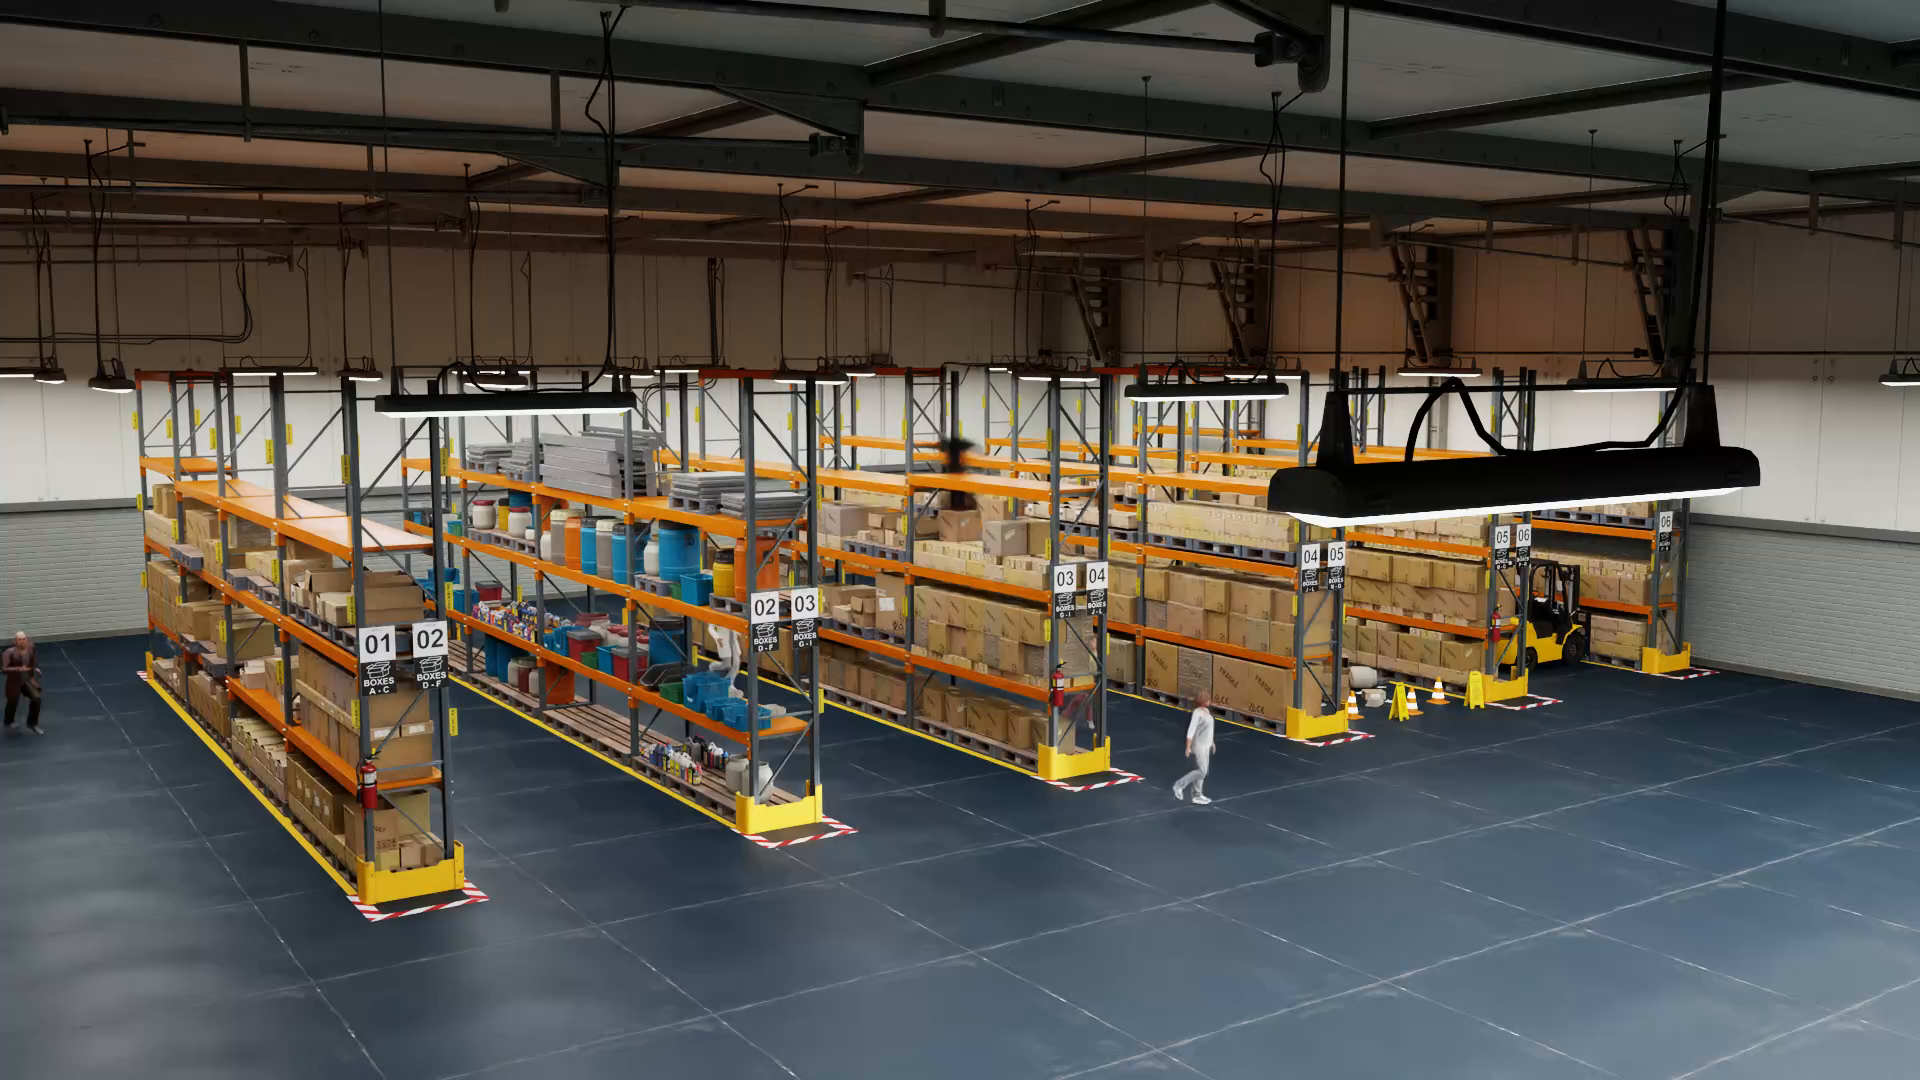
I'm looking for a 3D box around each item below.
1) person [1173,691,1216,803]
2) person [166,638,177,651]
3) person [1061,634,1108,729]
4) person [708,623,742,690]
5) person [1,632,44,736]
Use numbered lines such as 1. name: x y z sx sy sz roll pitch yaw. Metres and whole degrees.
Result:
1. person: 3.282 2.913 23.319 0.520 1.590 0.556 3 7 24
2. person: -16.251 1.653 34.440 0.730 1.609 0.658 1 7 8
3. person: 2.097 2.360 28.055 0.731 1.577 0.665 -3 7 -27
4. person: -4.434 1.952 31.369 0.721 1.734 0.729 6 9 44
5. person: -15.548 2.365 27.534 1.068 1.744 0.717 5 8 38
